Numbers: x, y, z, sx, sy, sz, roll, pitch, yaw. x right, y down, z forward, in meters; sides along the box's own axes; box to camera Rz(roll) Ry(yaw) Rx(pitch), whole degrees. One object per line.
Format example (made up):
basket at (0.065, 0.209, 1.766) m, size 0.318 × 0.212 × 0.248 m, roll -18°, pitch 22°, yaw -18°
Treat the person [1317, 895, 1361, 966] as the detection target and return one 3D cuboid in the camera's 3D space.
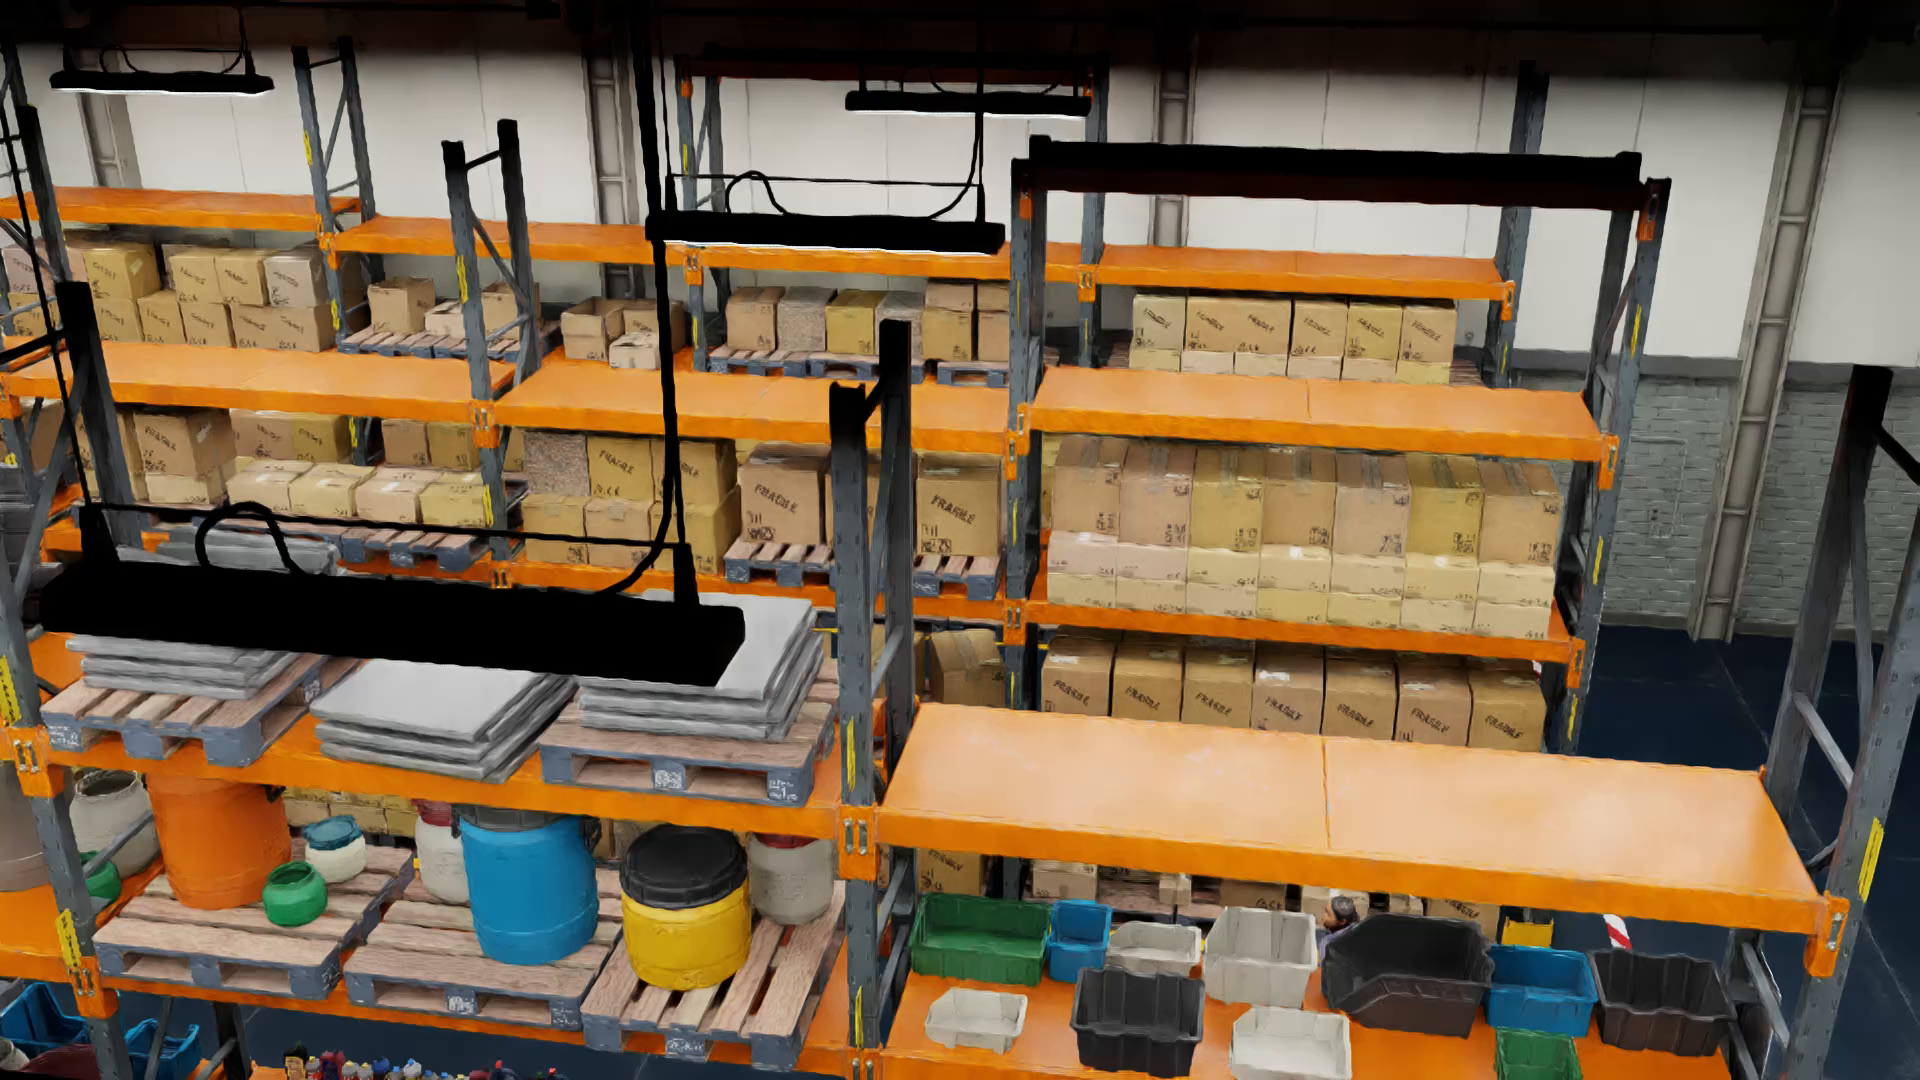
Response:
person at (2.533, 3.073, 11.084) m, size 0.991 × 1.589 × 0.493 m, roll 4°, pitch 23°, yaw 8°
